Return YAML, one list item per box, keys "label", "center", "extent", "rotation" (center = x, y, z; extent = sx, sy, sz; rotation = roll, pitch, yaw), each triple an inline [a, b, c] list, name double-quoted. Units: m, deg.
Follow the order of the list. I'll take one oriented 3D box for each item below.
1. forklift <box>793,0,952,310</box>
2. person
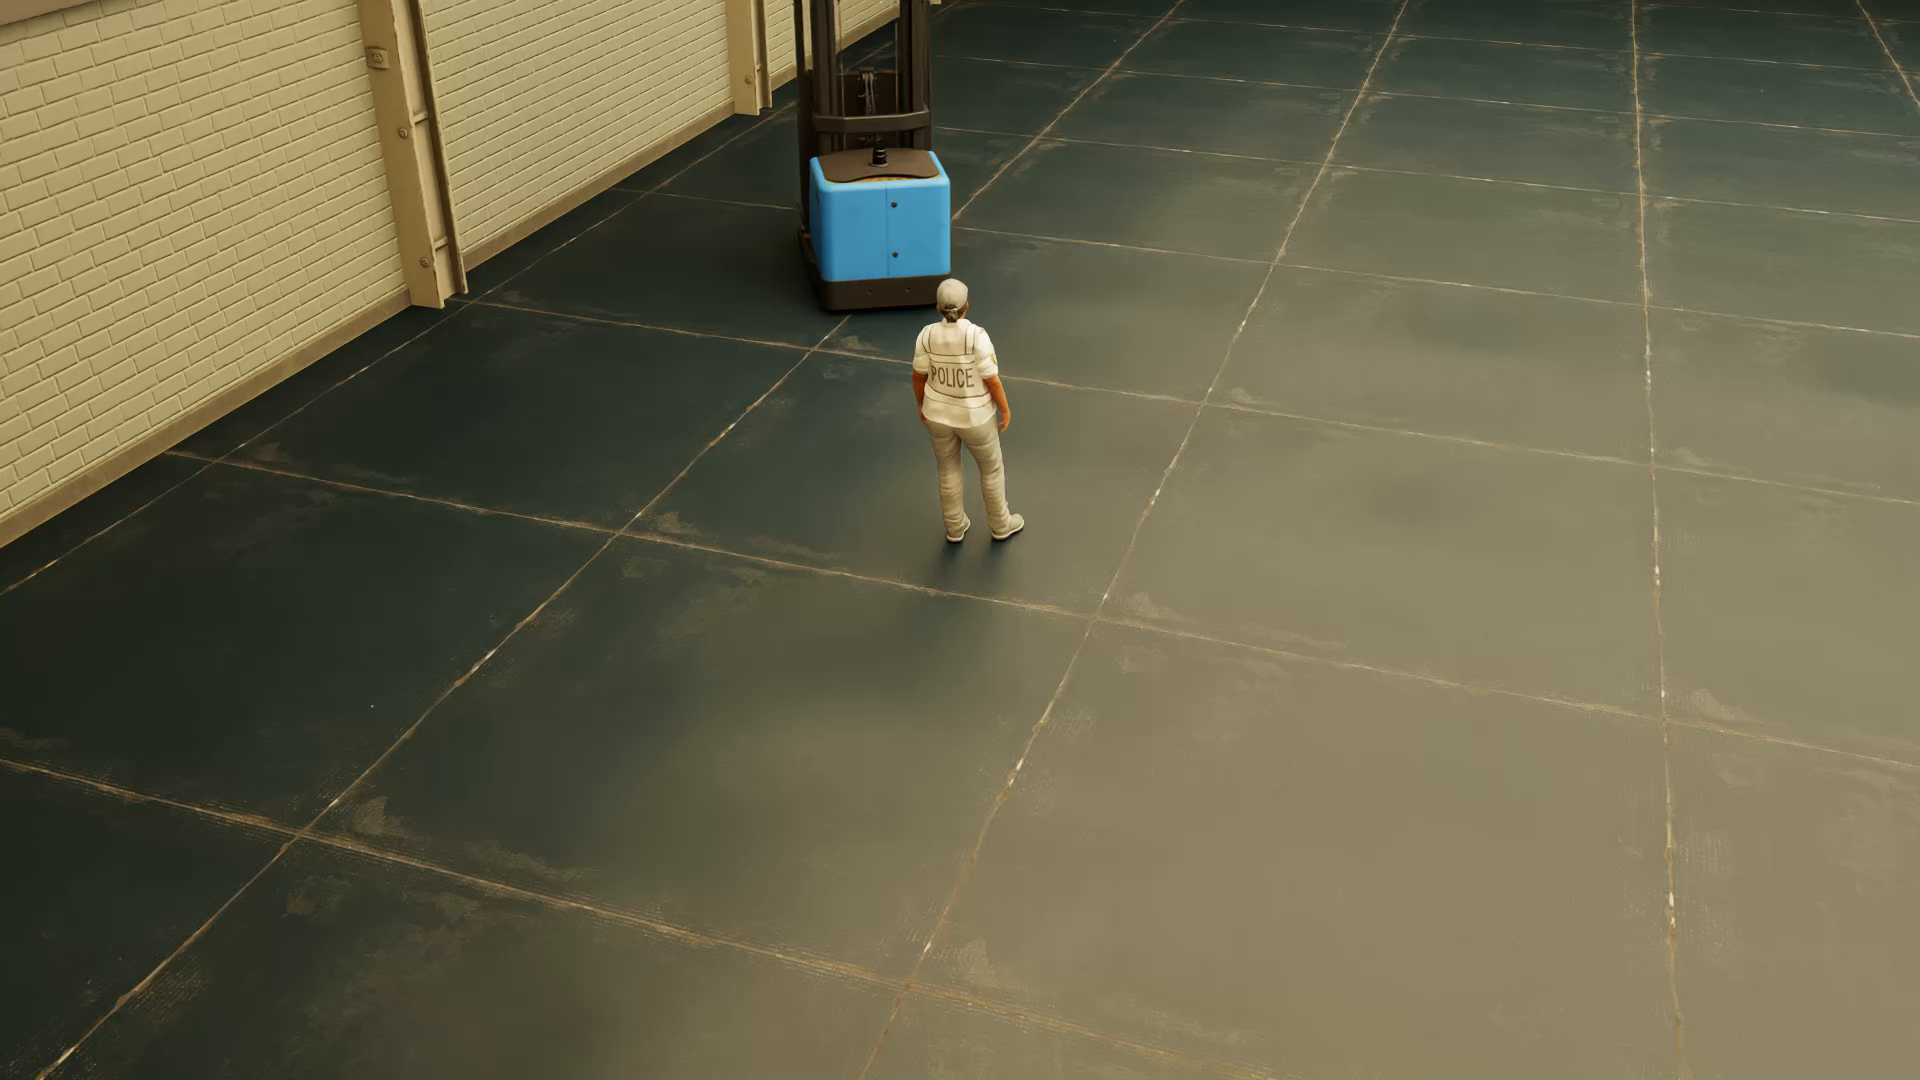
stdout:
- label: "forklift"
  center: [-0.826, -3.800, 13.803]
  extent: [1.130, 2.935, 3.031]
  rotation: [-5, 30, -9]
- label: "person"
  center: [0.046, -0.763, 9.736]
  extent: [0.598, 1.670, 0.529]
  rotation: [10, 31, 16]
